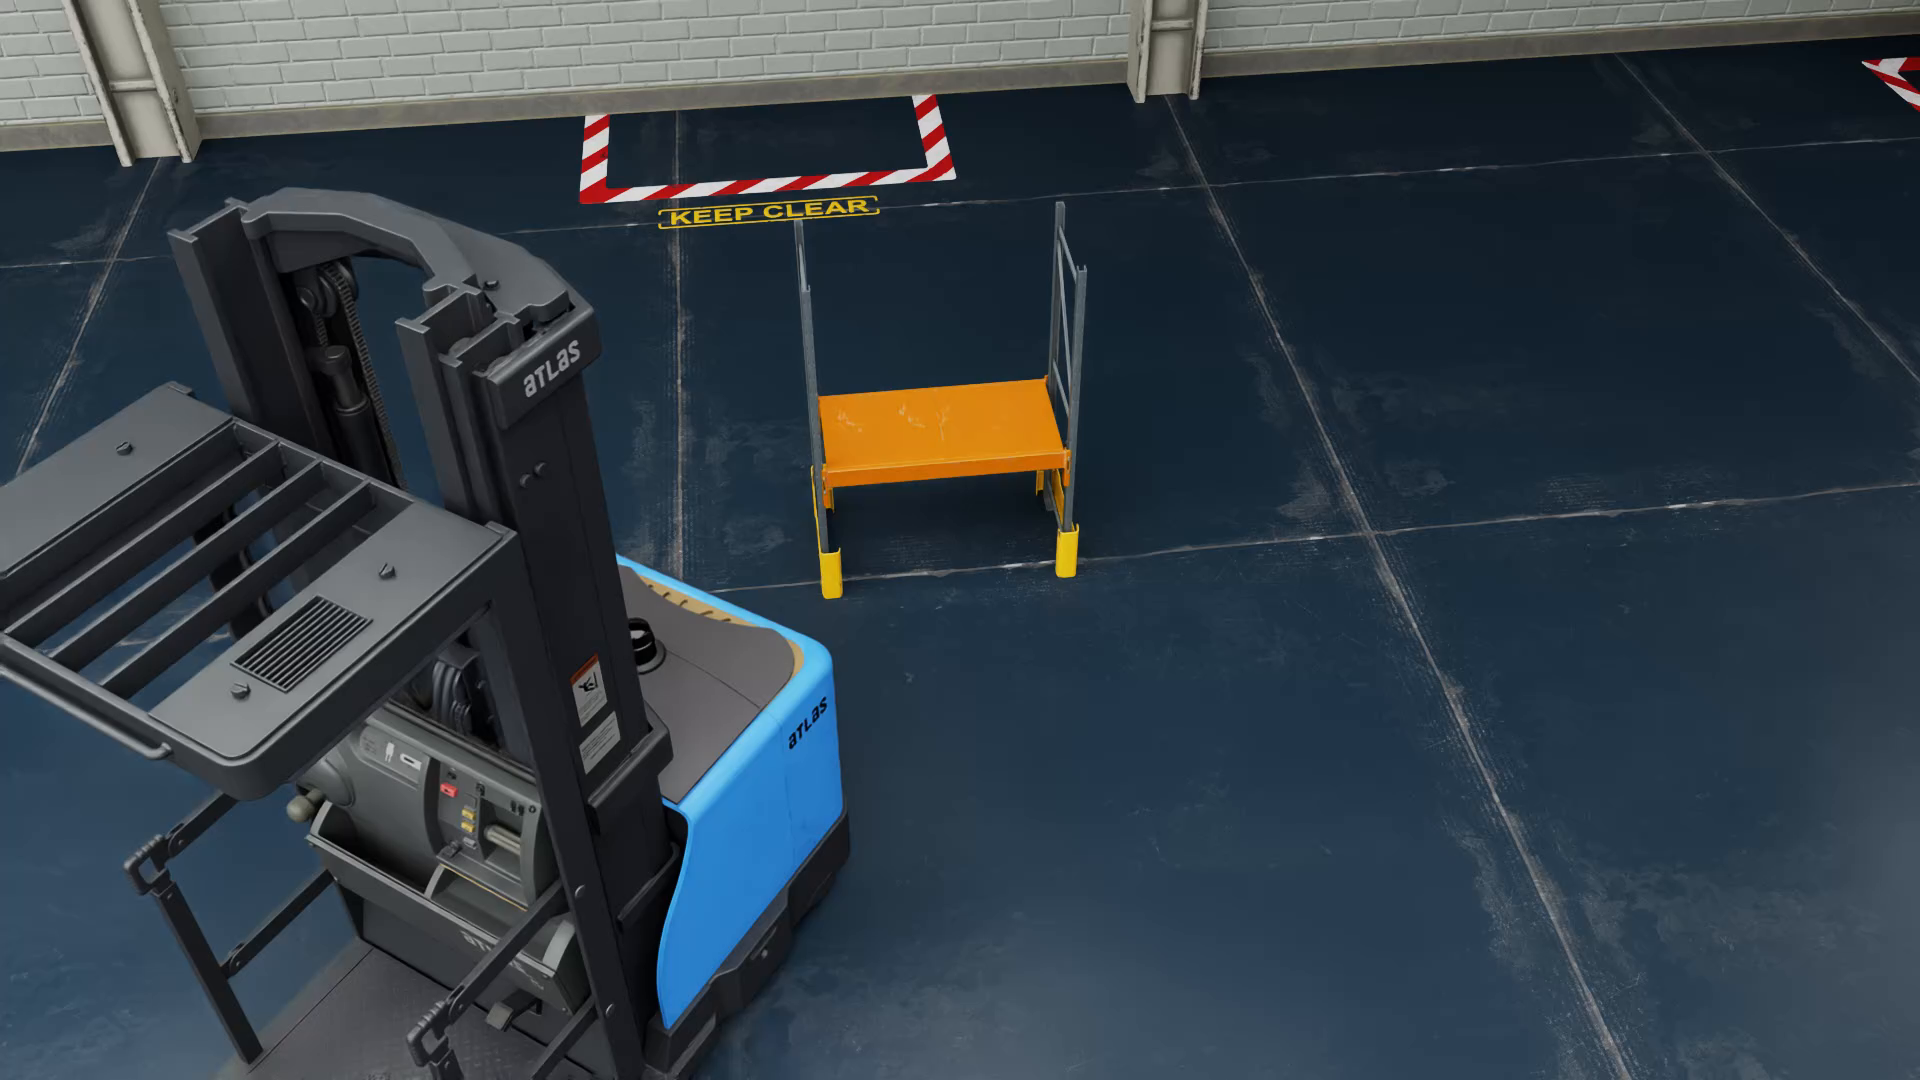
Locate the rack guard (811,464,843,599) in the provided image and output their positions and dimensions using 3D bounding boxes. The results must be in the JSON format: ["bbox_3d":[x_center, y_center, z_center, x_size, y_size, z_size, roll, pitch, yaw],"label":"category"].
[{"bbox_3d":[-0.569,-0.043,7.111,0.087,0.250,0.587,-5,42,-6],"label":"rack guard"}]

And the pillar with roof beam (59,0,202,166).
[{"bbox_3d":[-4.132,-2.770,3.603,0.400,9.000,9.100,-5,42,-6],"label":"pillar with roof beam"}]

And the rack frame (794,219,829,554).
[{"bbox_3d":[-0.589,-0.505,6.691,0.032,1.500,0.500,-5,42,-6],"label":"rack frame"}]

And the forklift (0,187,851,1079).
[{"bbox_3d":[-1.567,0.740,4.241,1.130,2.935,3.031,21,46,22],"label":"forklift"}]

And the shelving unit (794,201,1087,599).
[{"bbox_3d":[-0.076,-0.550,6.740,1.083,1.500,0.587,-5,42,-6],"label":"shelving unit"}]

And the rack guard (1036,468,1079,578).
[{"bbox_3d":[0.418,-0.129,7.207,0.087,0.250,0.587,-5,42,-6],"label":"rack guard"}]

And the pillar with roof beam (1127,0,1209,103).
[{"bbox_3d":[1.817,-3.292,4.181,0.400,9.000,9.100,-5,42,-6],"label":"pillar with roof beam"}]

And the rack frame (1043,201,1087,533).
[{"bbox_3d":[0.419,-0.594,6.788,0.032,1.500,0.500,-5,42,-6],"label":"rack frame"}]

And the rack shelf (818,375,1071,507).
[{"bbox_3d":[-0.085,-0.416,6.860,1.000,0.185,0.538,-5,42,-6],"label":"rack shelf"}]
